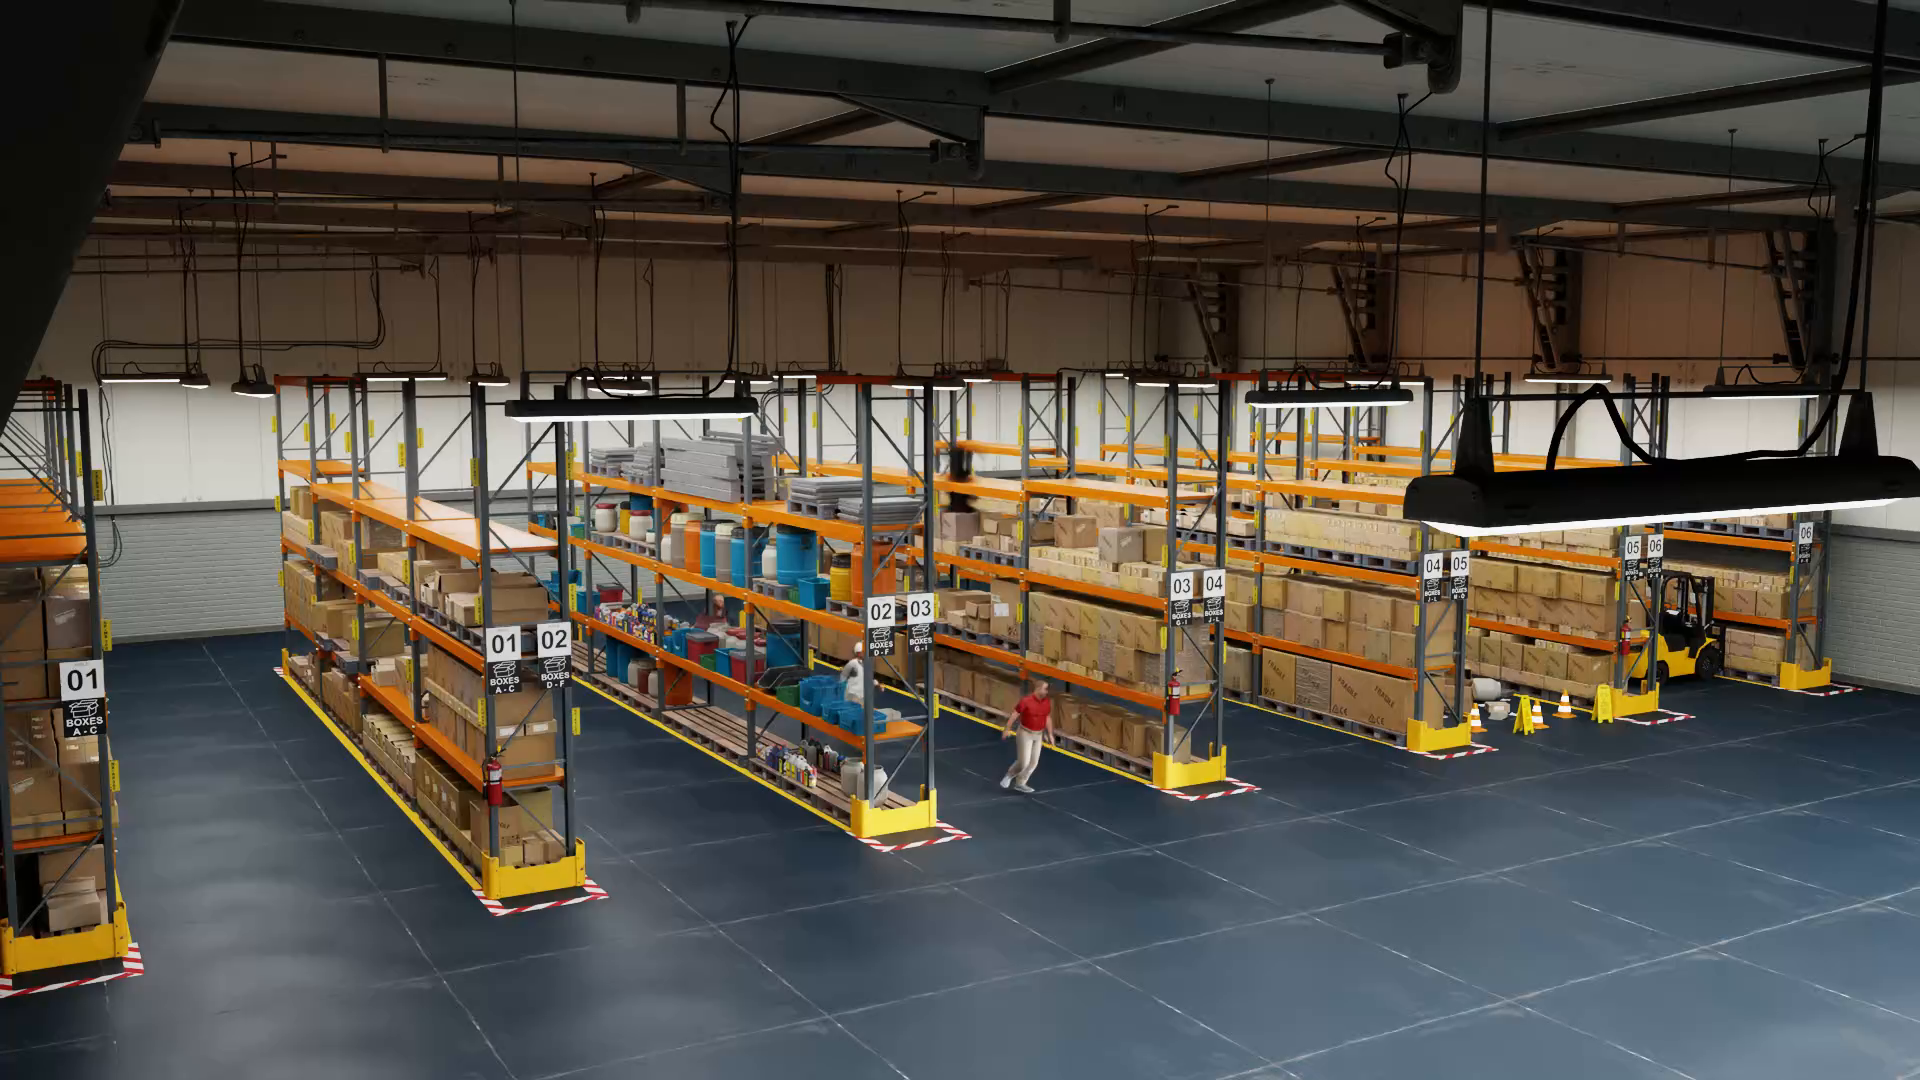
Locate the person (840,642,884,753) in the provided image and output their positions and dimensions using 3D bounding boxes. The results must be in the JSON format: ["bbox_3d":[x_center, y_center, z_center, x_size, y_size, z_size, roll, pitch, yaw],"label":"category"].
[{"bbox_3d":[-1.627,2.528,26.895,0.837,1.795,0.583,4,8,34],"label":"person"}]

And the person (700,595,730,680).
[{"bbox_3d":[-4.862,1.917,32.648,0.709,1.712,0.715,6,8,41],"label":"person"}]

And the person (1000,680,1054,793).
[{"bbox_3d":[0.977,2.908,24.254,0.721,1.574,0.588,-5,8,-38],"label":"person"}]
